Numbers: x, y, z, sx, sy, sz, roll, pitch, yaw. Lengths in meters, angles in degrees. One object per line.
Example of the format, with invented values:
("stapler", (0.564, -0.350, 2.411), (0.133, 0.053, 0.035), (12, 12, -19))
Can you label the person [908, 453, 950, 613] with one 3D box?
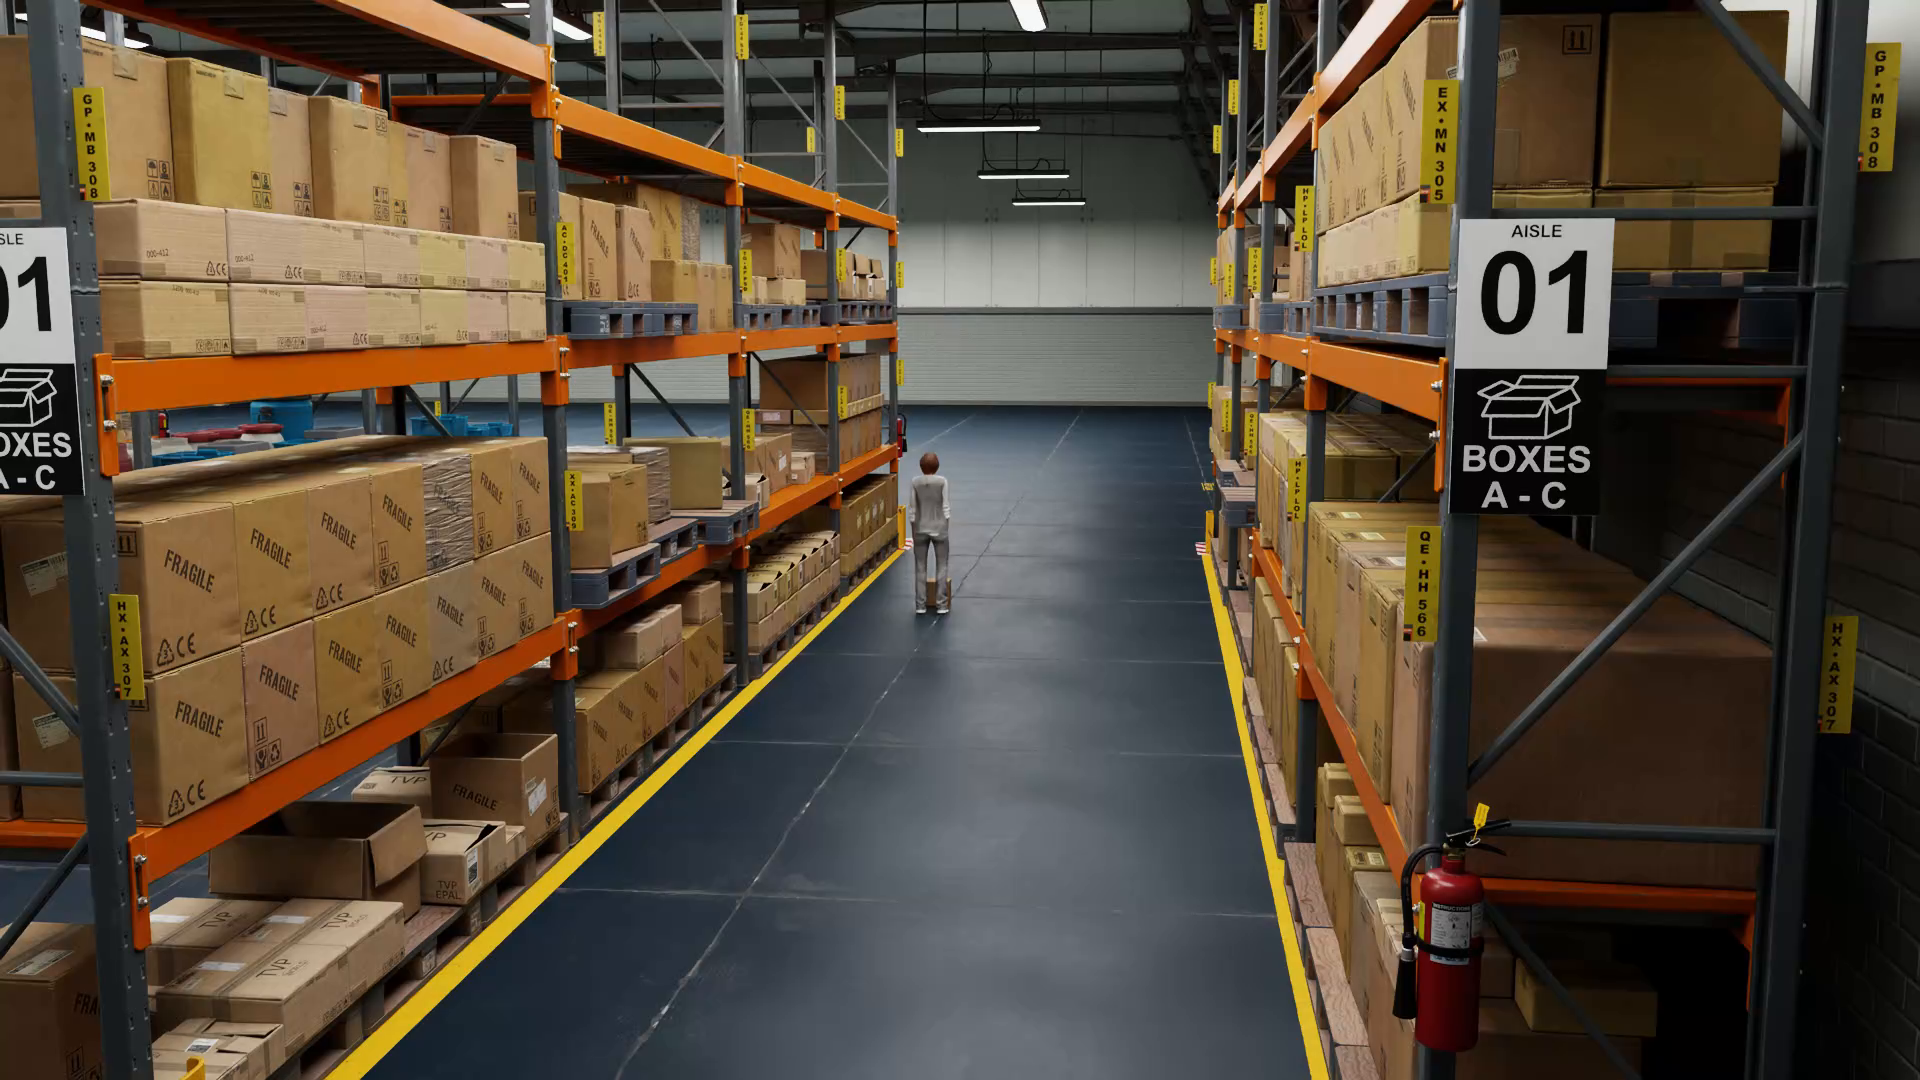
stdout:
("person", (-0.305, -0.061, 16.354), (0.412, 1.587, 0.316), (1, 8, 7))
